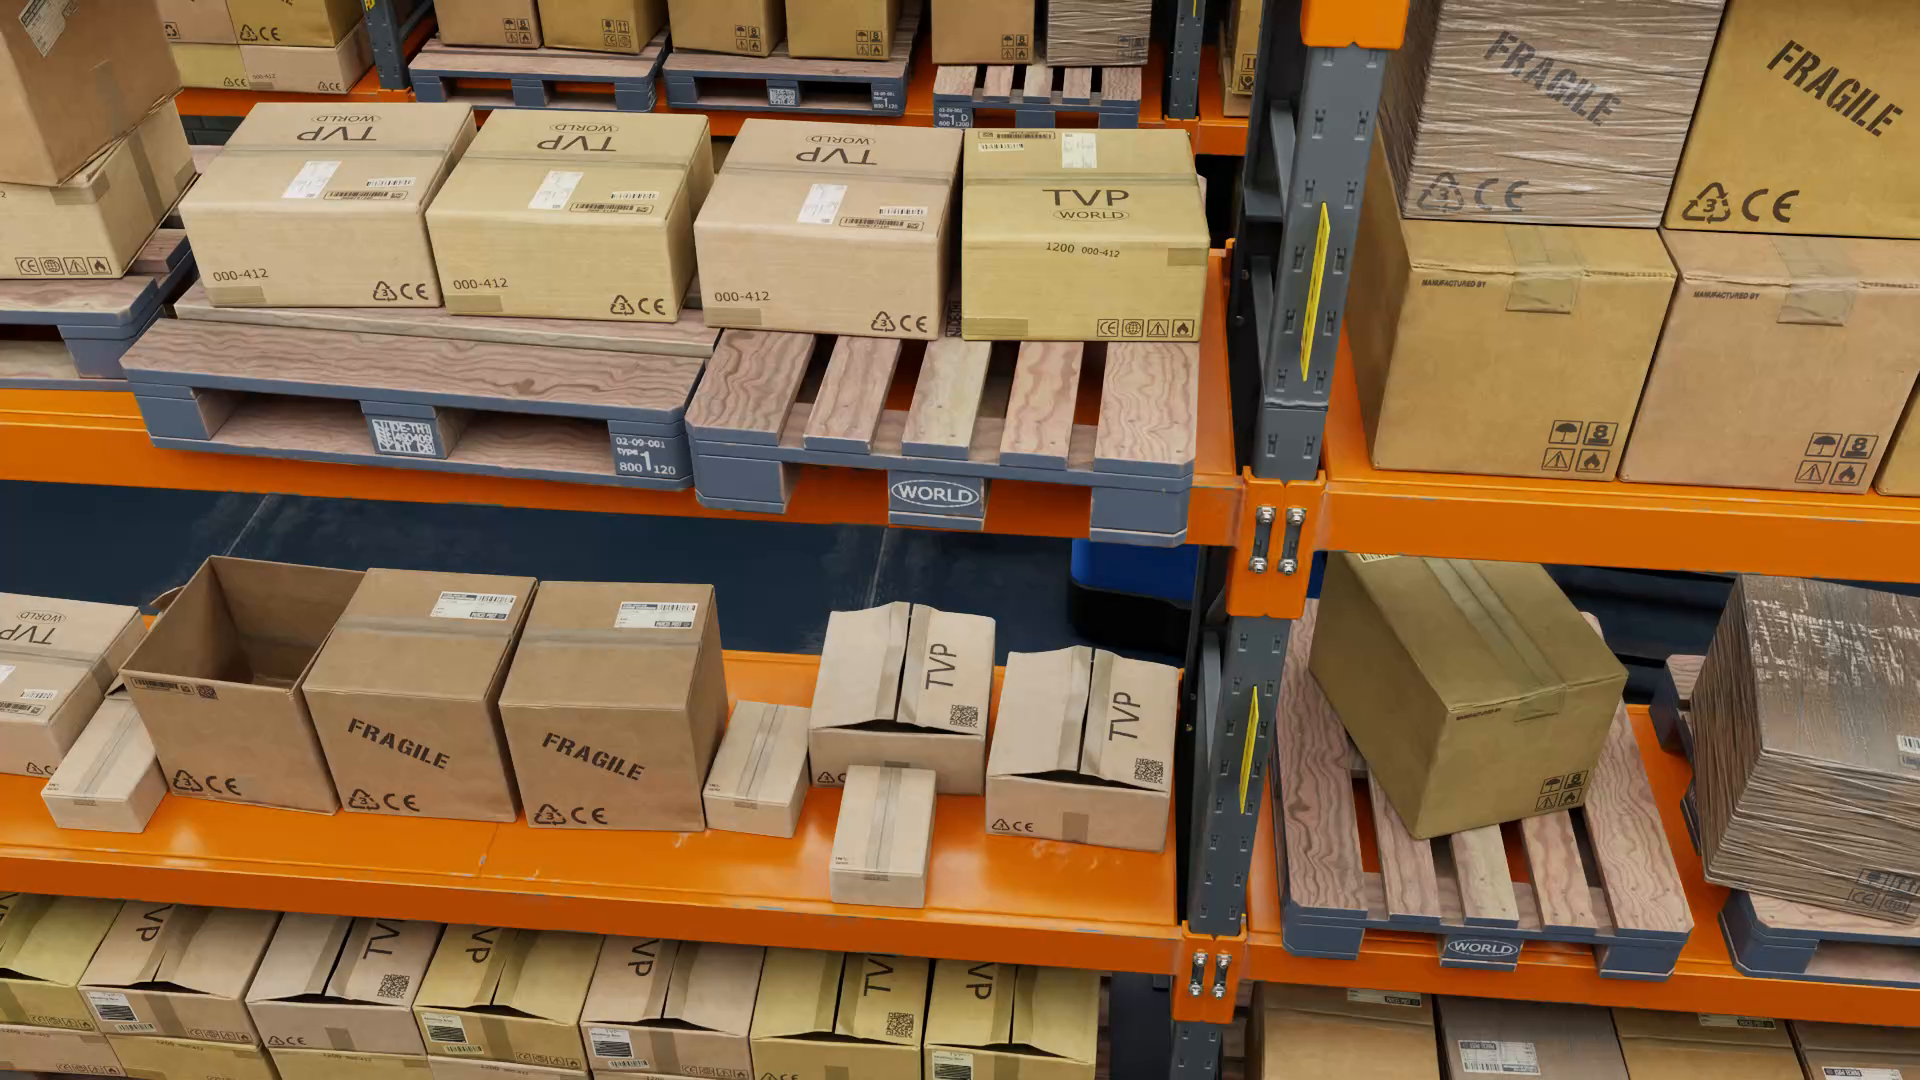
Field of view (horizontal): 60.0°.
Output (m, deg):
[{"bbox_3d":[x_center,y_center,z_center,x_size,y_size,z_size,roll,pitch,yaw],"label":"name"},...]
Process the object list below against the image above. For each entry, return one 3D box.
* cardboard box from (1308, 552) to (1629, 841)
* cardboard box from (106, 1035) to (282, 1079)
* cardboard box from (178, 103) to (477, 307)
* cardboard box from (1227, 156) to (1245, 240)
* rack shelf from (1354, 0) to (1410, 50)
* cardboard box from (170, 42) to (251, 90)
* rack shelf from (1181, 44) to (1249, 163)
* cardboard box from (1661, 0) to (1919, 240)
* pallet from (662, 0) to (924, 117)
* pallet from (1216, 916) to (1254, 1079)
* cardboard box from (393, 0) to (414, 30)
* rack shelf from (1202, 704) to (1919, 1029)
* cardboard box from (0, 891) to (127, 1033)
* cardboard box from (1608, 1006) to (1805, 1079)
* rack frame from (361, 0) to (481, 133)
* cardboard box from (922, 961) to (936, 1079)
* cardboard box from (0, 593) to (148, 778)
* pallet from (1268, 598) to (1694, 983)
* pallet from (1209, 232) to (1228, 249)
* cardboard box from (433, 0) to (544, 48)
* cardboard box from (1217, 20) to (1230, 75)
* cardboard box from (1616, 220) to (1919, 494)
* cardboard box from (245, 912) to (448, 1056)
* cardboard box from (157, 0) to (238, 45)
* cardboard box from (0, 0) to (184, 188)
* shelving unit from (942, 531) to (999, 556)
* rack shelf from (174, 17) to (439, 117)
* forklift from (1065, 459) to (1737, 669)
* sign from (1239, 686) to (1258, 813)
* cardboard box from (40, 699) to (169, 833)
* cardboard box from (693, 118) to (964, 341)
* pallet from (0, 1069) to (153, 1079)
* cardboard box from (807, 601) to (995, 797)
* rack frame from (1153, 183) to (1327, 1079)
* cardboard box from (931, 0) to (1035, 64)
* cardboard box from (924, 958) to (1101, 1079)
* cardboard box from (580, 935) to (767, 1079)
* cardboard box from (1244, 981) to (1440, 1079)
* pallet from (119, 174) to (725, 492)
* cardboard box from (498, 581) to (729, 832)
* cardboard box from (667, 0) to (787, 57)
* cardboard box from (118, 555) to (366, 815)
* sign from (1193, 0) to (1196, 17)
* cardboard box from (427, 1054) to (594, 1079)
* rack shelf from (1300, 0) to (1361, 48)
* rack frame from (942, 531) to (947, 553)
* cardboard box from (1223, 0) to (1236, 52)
[{"bbox_3d":[1.350,0.351,4.531,0.500,0.500,0.700,-9,40,-11],"label":"cardboard box"},{"bbox_3d":[-2.382,1.481,5.400,0.500,0.250,0.500,4,39,5],"label":"cardboard box"},{"bbox_3d":[-1.372,-0.754,3.710,0.500,0.250,0.500,0,39,0],"label":"cardboard box"},{"bbox_3d":[1.858,-1.733,8.873,0.750,0.750,0.750,3,39,3],"label":"cardboard box"},{"bbox_3d":[2.706,-1.195,2.976,4.000,0.370,1.077,3,39,4],"label":"rack shelf"},{"bbox_3d":[-3.842,-2.562,8.624,0.500,0.250,0.500,3,39,4],"label":"cardboard box"},{"bbox_3d":[3.130,-2.139,8.571,4.000,0.370,1.077,3,39,4],"label":"rack shelf"},{"bbox_3d":[1.656,-0.945,3.288,0.500,0.500,0.500,3,39,4],"label":"cardboard box"},{"bbox_3d":[-0.839,-2.534,8.639,1.213,0.211,1.003,3,39,4],"label":"pallet"},{"bbox_3d":[1.454,1.735,5.451,1.213,0.211,1.003,3,39,4],"label":"pallet"},{"bbox_3d":[-3.298,-2.855,8.984,0.500,0.250,0.500,4,39,4],"label":"cardboard box"},{"bbox_3d":[2.706,0.977,4.743,4.000,0.370,1.077,3,39,4],"label":"rack shelf"},{"bbox_3d":[-2.881,1.236,5.256,0.500,0.311,0.500,3,39,4],"label":"cardboard box"},{"bbox_3d":[2.164,1.648,4.981,0.500,0.500,0.500,3,39,3],"label":"cardboard box"},{"bbox_3d":[-2.848,-2.744,8.746,0.127,3.000,1.000,3,39,4],"label":"rack frame"},{"bbox_3d":[-0.346,1.591,5.264,0.500,0.250,0.500,3,39,3],"label":"cardboard box"},{"bbox_3d":[-2.777,0.429,4.966,0.500,0.250,0.500,5,39,7],"label":"cardboard box"},{"bbox_3d":[1.395,0.656,4.720,1.003,0.211,1.213,3,39,4],"label":"pallet"},{"bbox_3d":[1.916,-1.355,9.247,1.213,0.211,1.003,3,39,4],"label":"pallet"},{"bbox_3d":[-2.344,-2.905,8.515,0.500,0.500,0.700,3,39,4],"label":"cardboard box"},{"bbox_3d":[1.484,-2.580,8.727,0.250,0.149,0.380,4,39,5],"label":"cardboard box"},{"bbox_3d":[1.659,-0.583,3.634,0.500,0.500,0.910,3,39,4],"label":"cardboard box"},{"bbox_3d":[-1.867,1.294,5.185,0.500,0.311,0.500,2,39,2],"label":"cardboard box"},{"bbox_3d":[-3.843,-2.840,8.372,0.500,0.500,0.500,3,39,4],"label":"cardboard box"},{"bbox_3d":[-2.091,-1.113,3.557,0.500,0.500,0.500,7,40,8],"label":"cardboard box"},{"bbox_3d":[0.053,-0.404,7.415,0.252,1.050,0.215,3,39,4],"label":"shelving unit"},{"bbox_3d":[-4.841,-2.574,9.107,4.000,0.370,1.077,3,39,4],"label":"rack shelf"},{"bbox_3d":[2.031,-0.818,6.433,3.031,2.935,1.130,8,40,10],"label":"forklift"},{"bbox_3d":[0.669,0.489,3.856,0.005,0.325,0.100,3,39,4],"label":"sign"},{"bbox_3d":[-2.407,0.645,4.780,0.250,0.149,0.380,3,39,4],"label":"cardboard box"},{"bbox_3d":[-0.267,-0.685,3.626,0.500,0.250,0.500,4,39,5],"label":"cardboard box"},{"bbox_3d":[-2.534,1.468,5.779,1.213,0.211,1.003,3,39,4],"label":"pallet"},{"bbox_3d":[-0.161,0.453,4.888,0.500,0.311,0.500,3,39,3],"label":"cardboard box"},{"bbox_3d":[0.713,0.589,4.650,0.127,3.000,1.000,3,39,4],"label":"rack frame"},{"bbox_3d":[0.109,-2.769,8.348,0.500,0.500,0.700,0,39,0],"label":"cardboard box"},{"bbox_3d":[0.170,1.401,5.053,0.500,0.311,0.500,4,39,5],"label":"cardboard box"},{"bbox_3d":[-0.851,1.348,5.119,0.500,0.311,0.500,3,39,4],"label":"cardboard box"},{"bbox_3d":[1.142,1.592,5.049,0.500,0.500,0.500,5,39,6],"label":"cardboard box"},{"bbox_3d":[-1.085,-0.541,3.812,1.213,0.211,1.003,5,39,6],"label":"pallet"},{"bbox_3d":[-0.960,0.469,4.718,0.500,0.500,0.500,1,39,1],"label":"cardboard box"},{"bbox_3d":[-1.129,-2.854,8.452,0.500,0.500,0.700,8,40,10],"label":"cardboard box"},{"bbox_3d":[-1.983,0.413,4.787,0.500,0.500,0.500,6,40,7],"label":"cardboard box"},{"bbox_3d":[1.100,-2.603,7.718,0.005,0.325,0.100,3,39,4],"label":"sign"},{"bbox_3d":[-1.359,1.536,5.332,0.500,0.250,0.500,4,39,5],"label":"cardboard box"},{"bbox_3d":[-1.279,-1.412,3.244,4.000,0.370,1.077,3,39,4],"label":"rack shelf"},{"bbox_3d":[-0.068,-0.411,7.423,0.008,1.050,0.200,3,39,4],"label":"rack frame"},{"bbox_3d":[1.630,-2.829,8.518,0.500,0.500,0.500,3,39,4],"label":"cardboard box"}]
